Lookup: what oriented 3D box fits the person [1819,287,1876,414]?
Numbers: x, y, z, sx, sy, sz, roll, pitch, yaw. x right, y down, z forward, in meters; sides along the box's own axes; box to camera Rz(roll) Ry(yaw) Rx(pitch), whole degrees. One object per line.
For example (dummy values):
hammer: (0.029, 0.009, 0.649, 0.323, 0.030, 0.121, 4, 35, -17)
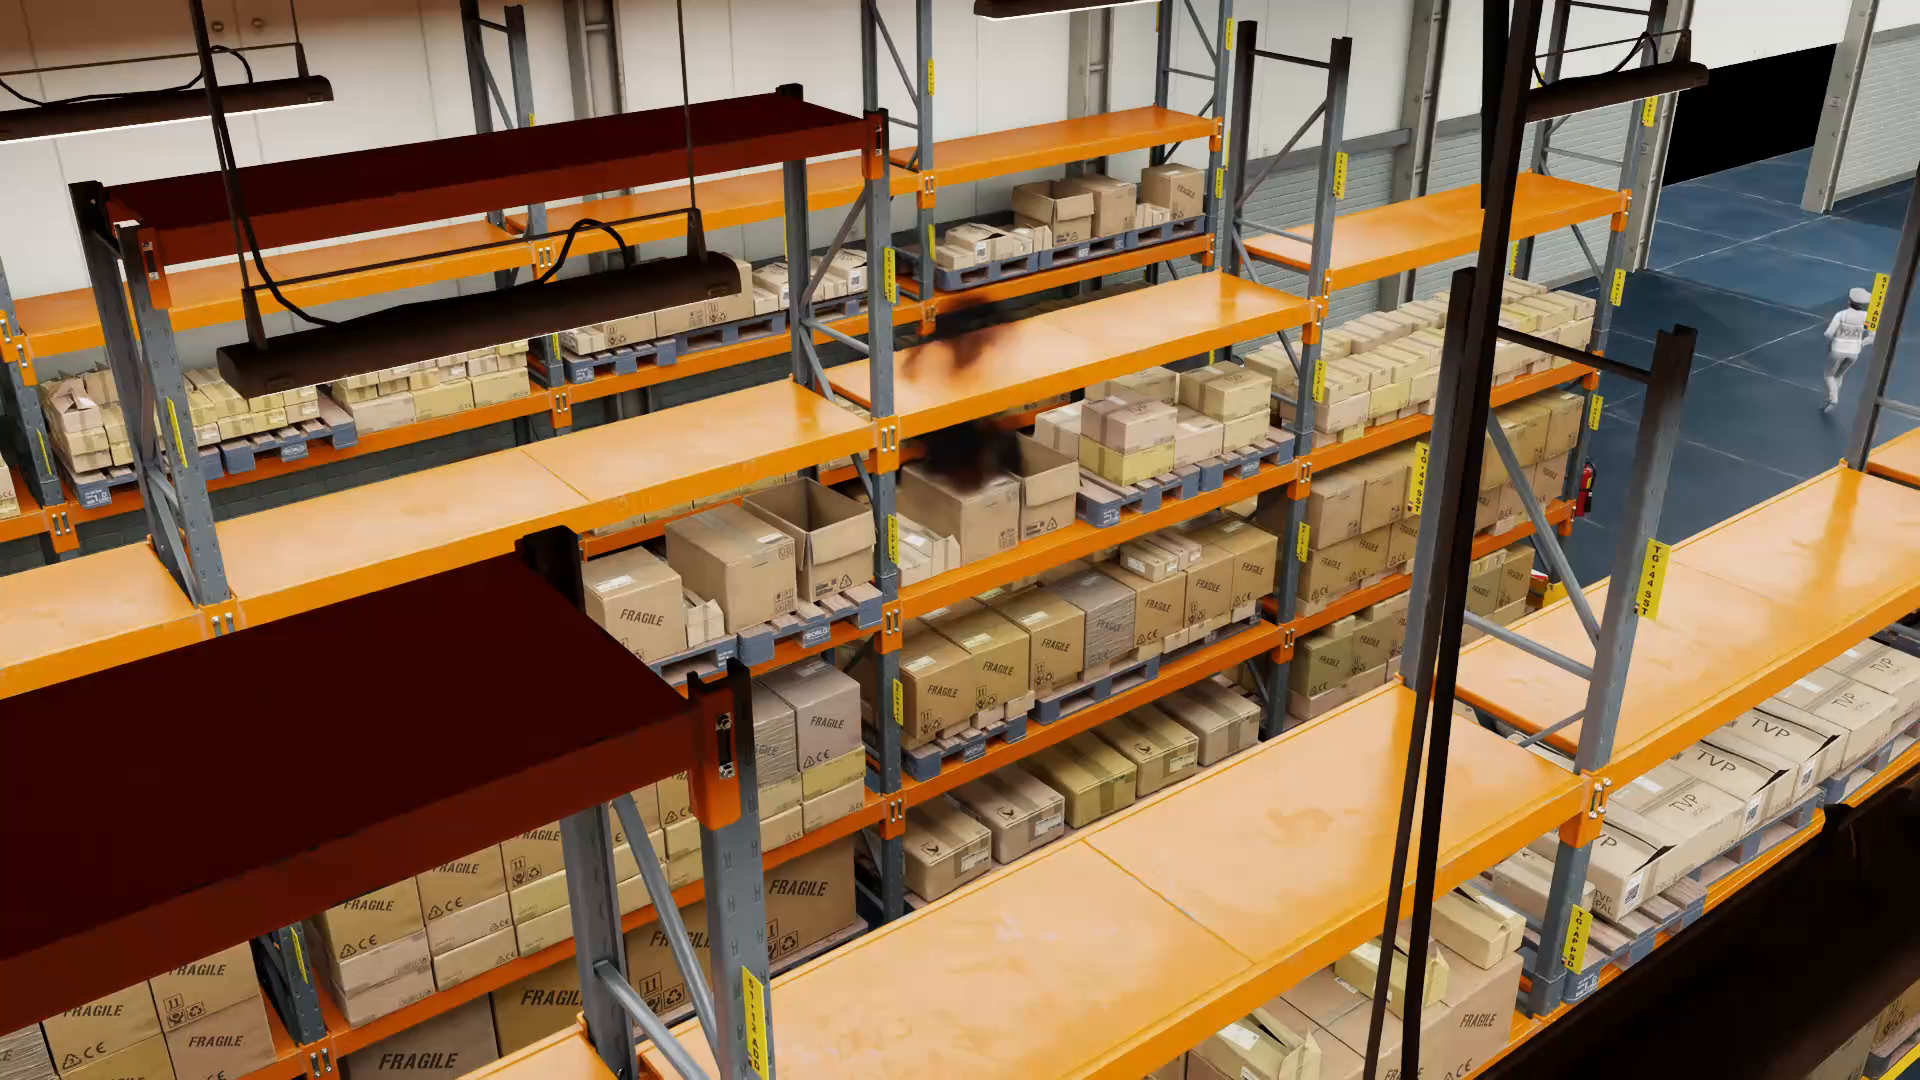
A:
person: (11.211, -2.359, 21.045, 0.627, 1.680, 0.656, 4, 26, 9)
